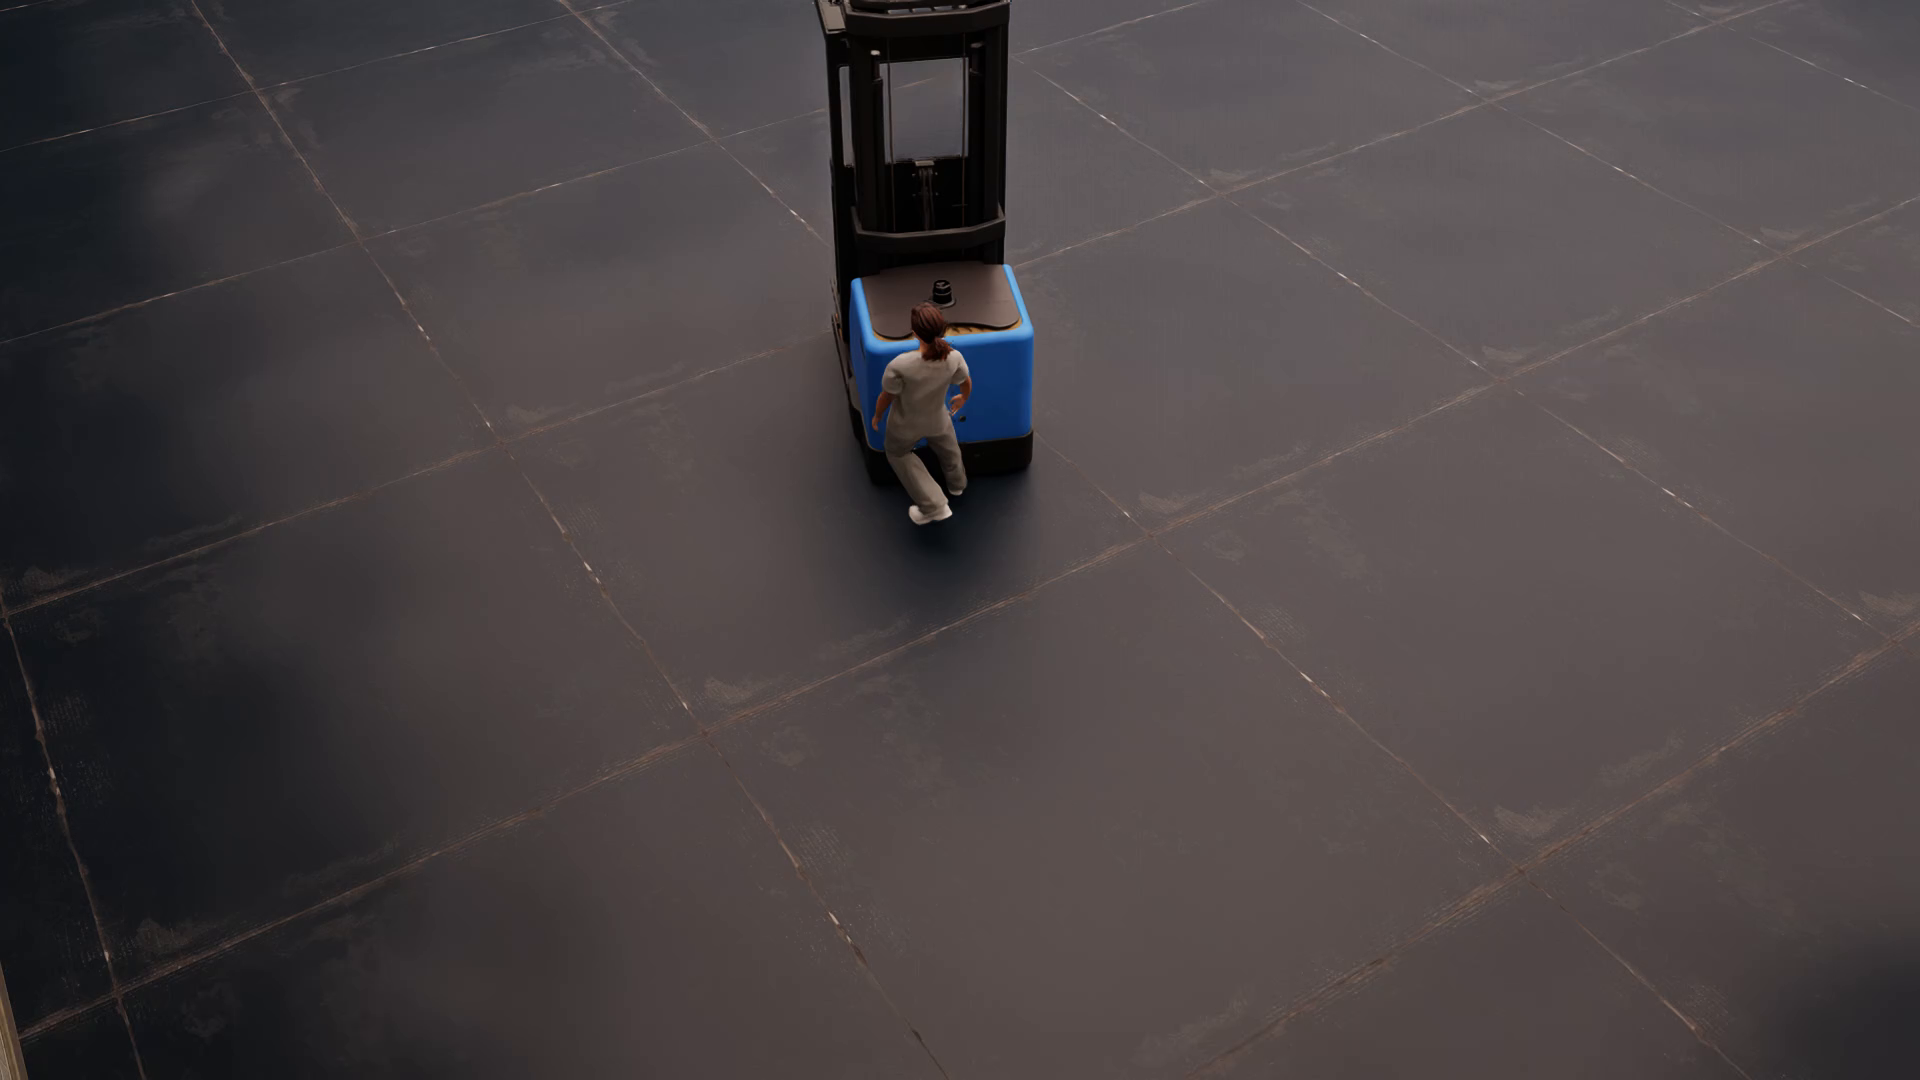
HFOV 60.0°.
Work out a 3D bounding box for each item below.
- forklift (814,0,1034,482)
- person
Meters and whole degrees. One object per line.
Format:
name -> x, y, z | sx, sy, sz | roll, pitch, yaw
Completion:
forklift -> -0.298, -2.441, 10.664 | 1.130, 2.935, 3.031 | -6, 42, -7
person -> -0.228, -0.795, 9.728 | 0.626, 1.591, 0.700 | -11, 42, -13
